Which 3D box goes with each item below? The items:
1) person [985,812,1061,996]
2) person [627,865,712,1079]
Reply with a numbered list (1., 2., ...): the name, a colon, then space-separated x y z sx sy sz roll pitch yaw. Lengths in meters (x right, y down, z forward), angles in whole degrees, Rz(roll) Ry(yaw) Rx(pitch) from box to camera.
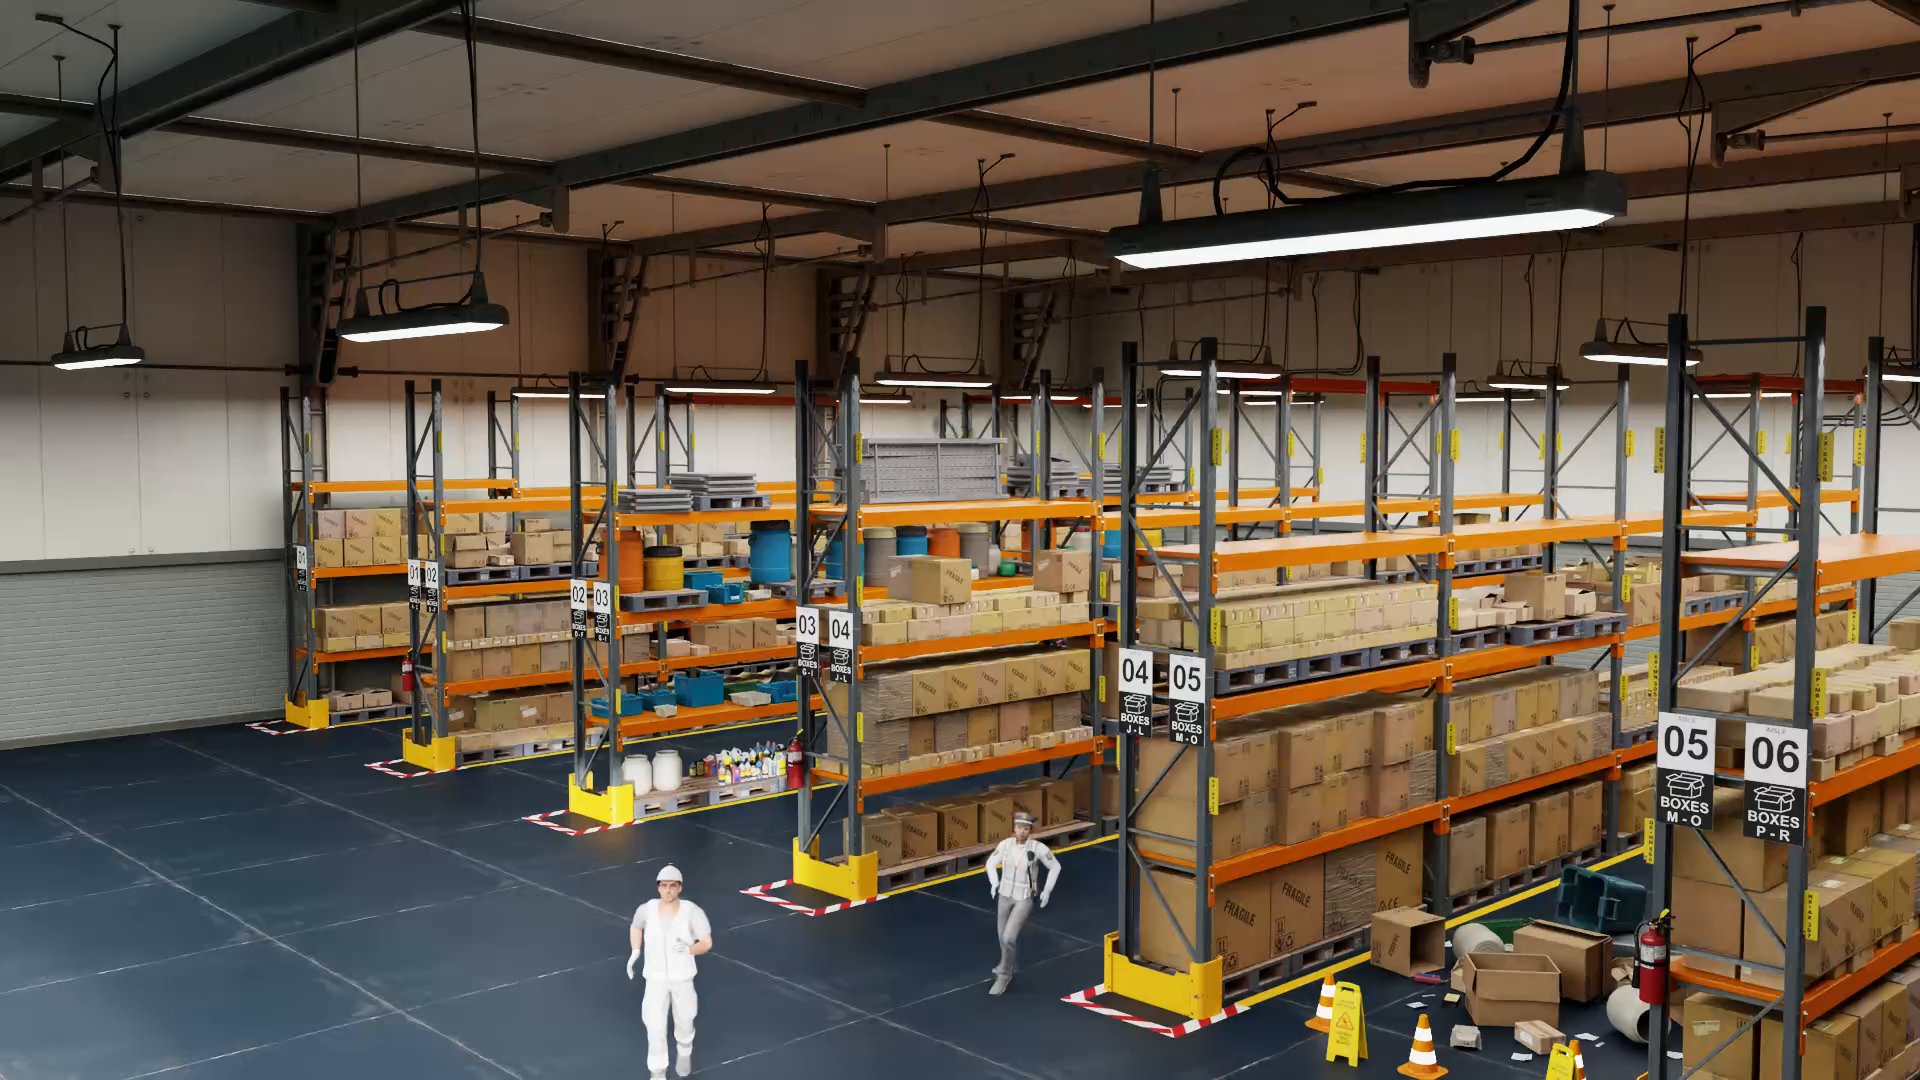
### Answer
1. person: 0.555 3.352 15.483 0.678 1.707 0.670 2 4 26
2. person: -2.249 3.413 12.894 0.660 1.787 0.976 0 4 -5
